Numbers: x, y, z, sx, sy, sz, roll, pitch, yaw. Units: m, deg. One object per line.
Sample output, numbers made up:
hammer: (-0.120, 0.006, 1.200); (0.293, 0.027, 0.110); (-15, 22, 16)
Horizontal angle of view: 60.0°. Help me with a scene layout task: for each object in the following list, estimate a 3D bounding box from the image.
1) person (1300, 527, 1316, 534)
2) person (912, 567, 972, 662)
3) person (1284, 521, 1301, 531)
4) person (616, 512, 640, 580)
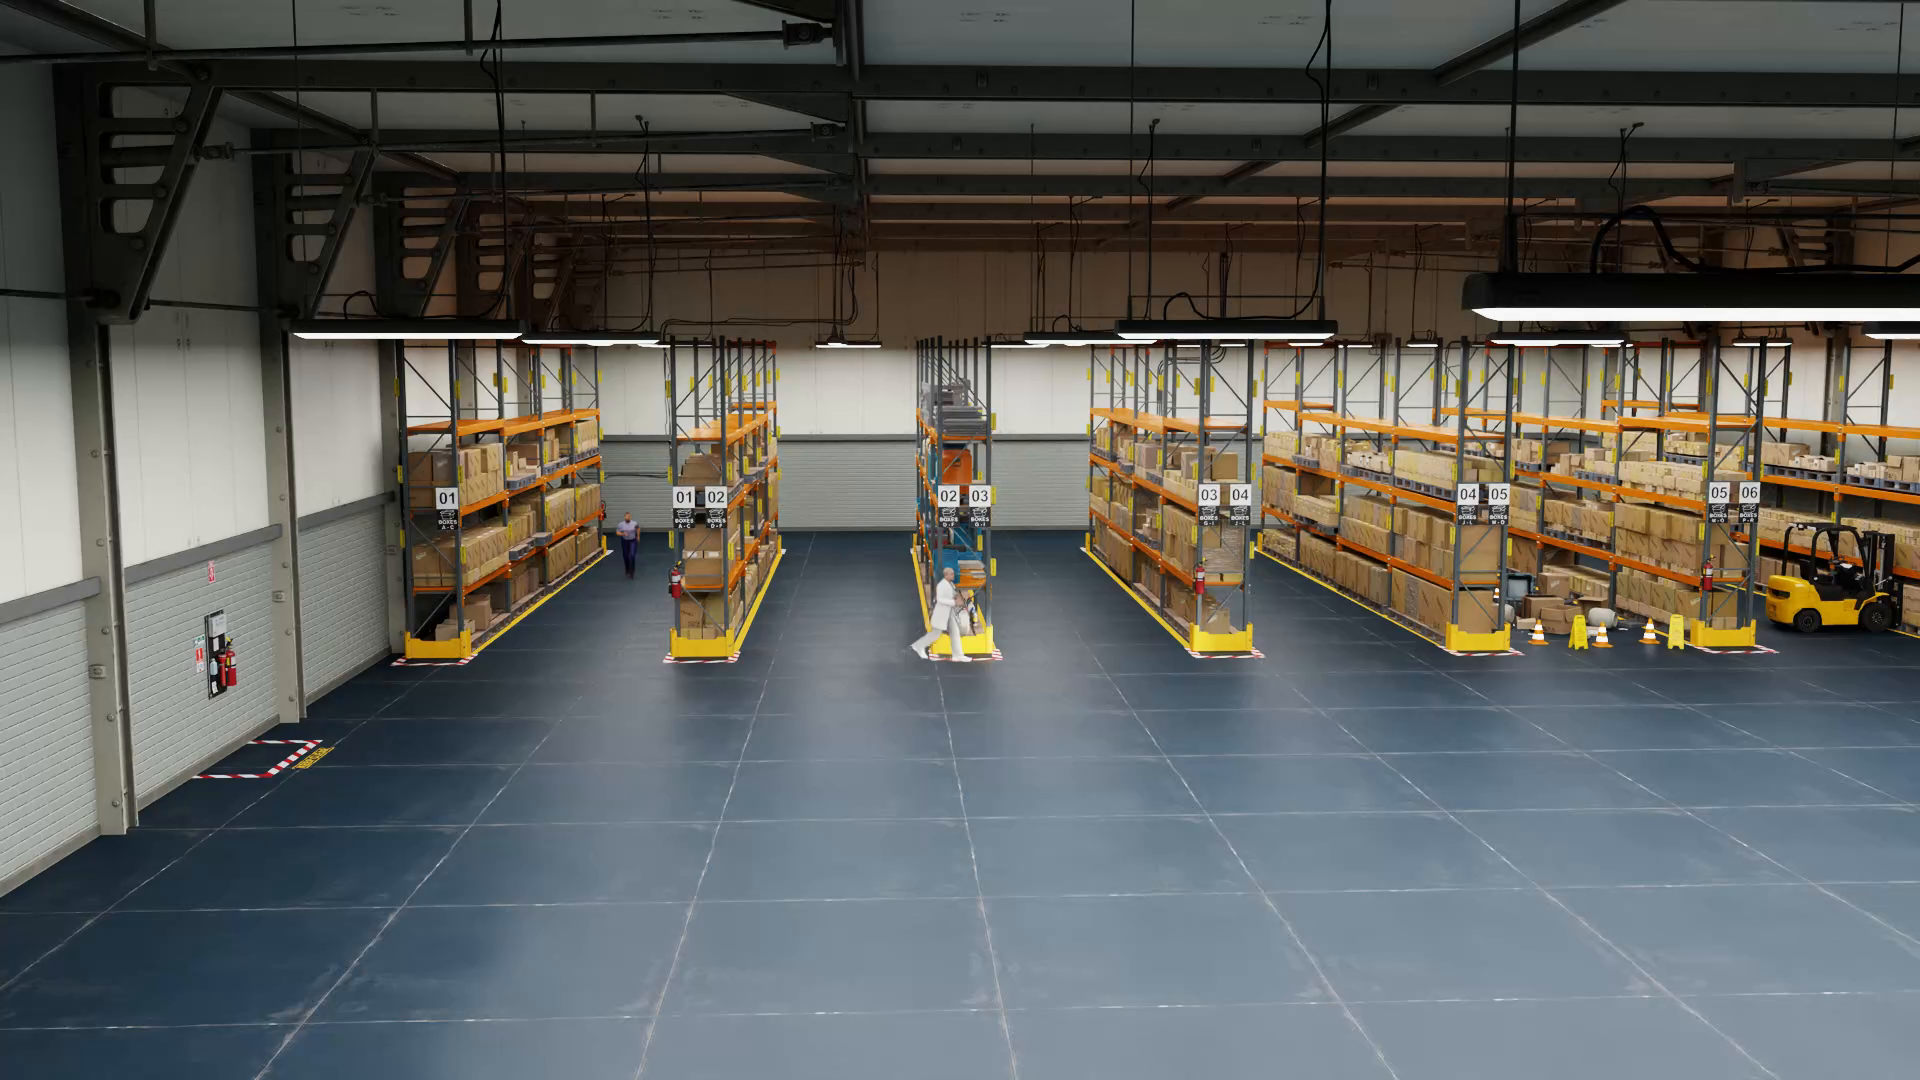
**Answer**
person: (10.368, -0.733, 50.231); (0.653, 1.566, 1.190); (6, 9, 42)
person: (-0.349, 1.362, 30.482); (1.132, 1.741, 0.663); (3, 7, 24)
person: (9.856, -0.662, 48.854); (0.670, 1.772, 0.714); (1, 7, 5)
person: (-8.378, 0.127, 42.022); (0.563, 1.695, 0.855); (-1, 7, -5)
